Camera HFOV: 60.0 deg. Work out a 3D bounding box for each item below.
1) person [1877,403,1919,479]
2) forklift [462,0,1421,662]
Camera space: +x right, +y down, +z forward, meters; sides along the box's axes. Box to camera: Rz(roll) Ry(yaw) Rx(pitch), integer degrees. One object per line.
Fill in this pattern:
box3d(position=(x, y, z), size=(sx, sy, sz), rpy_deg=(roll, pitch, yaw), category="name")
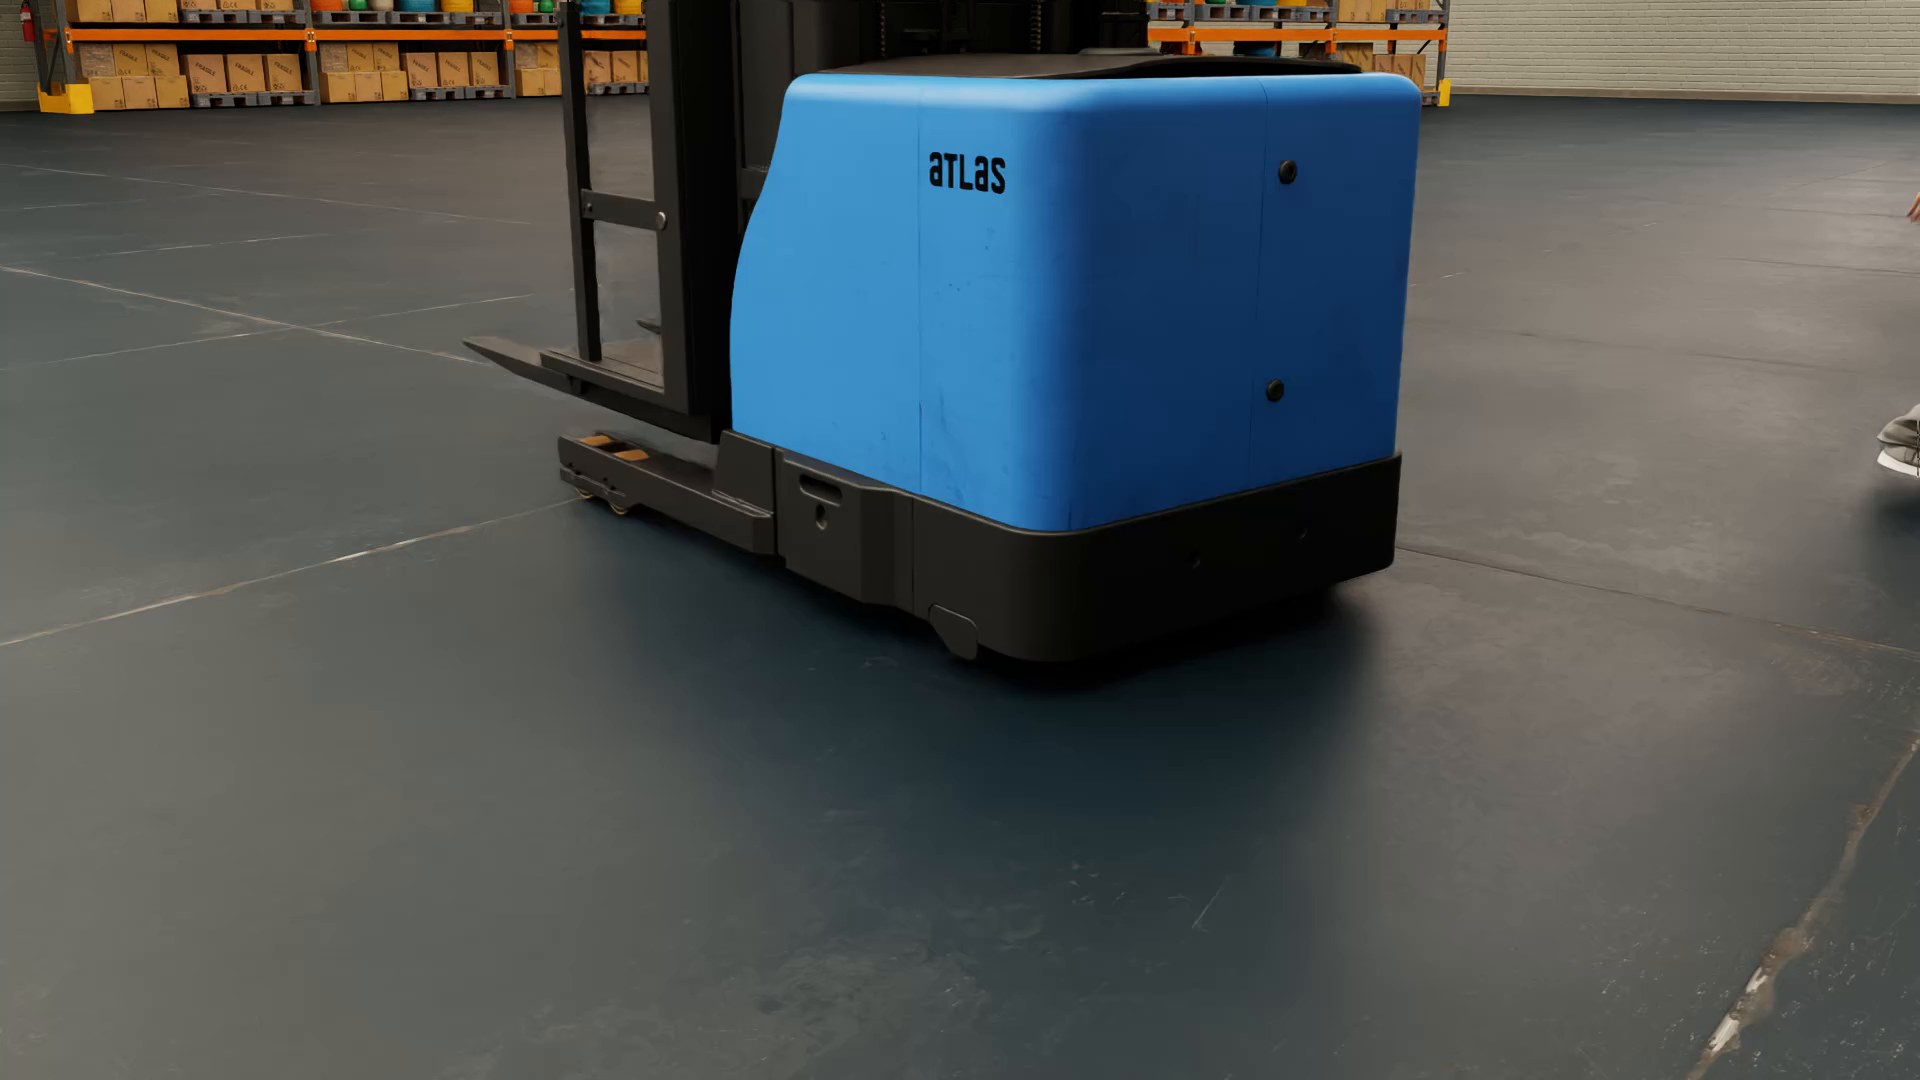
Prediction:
box3d(position=(2.679, -0.755, 3.948), size=(0.755, 1.481, 0.676), rpy_deg=(16, 23, 42), category="person")
box3d(position=(-0.380, -1.541, 3.973), size=(1.130, 2.935, 3.031), rpy_deg=(-13, 21, -36), category="forklift")
